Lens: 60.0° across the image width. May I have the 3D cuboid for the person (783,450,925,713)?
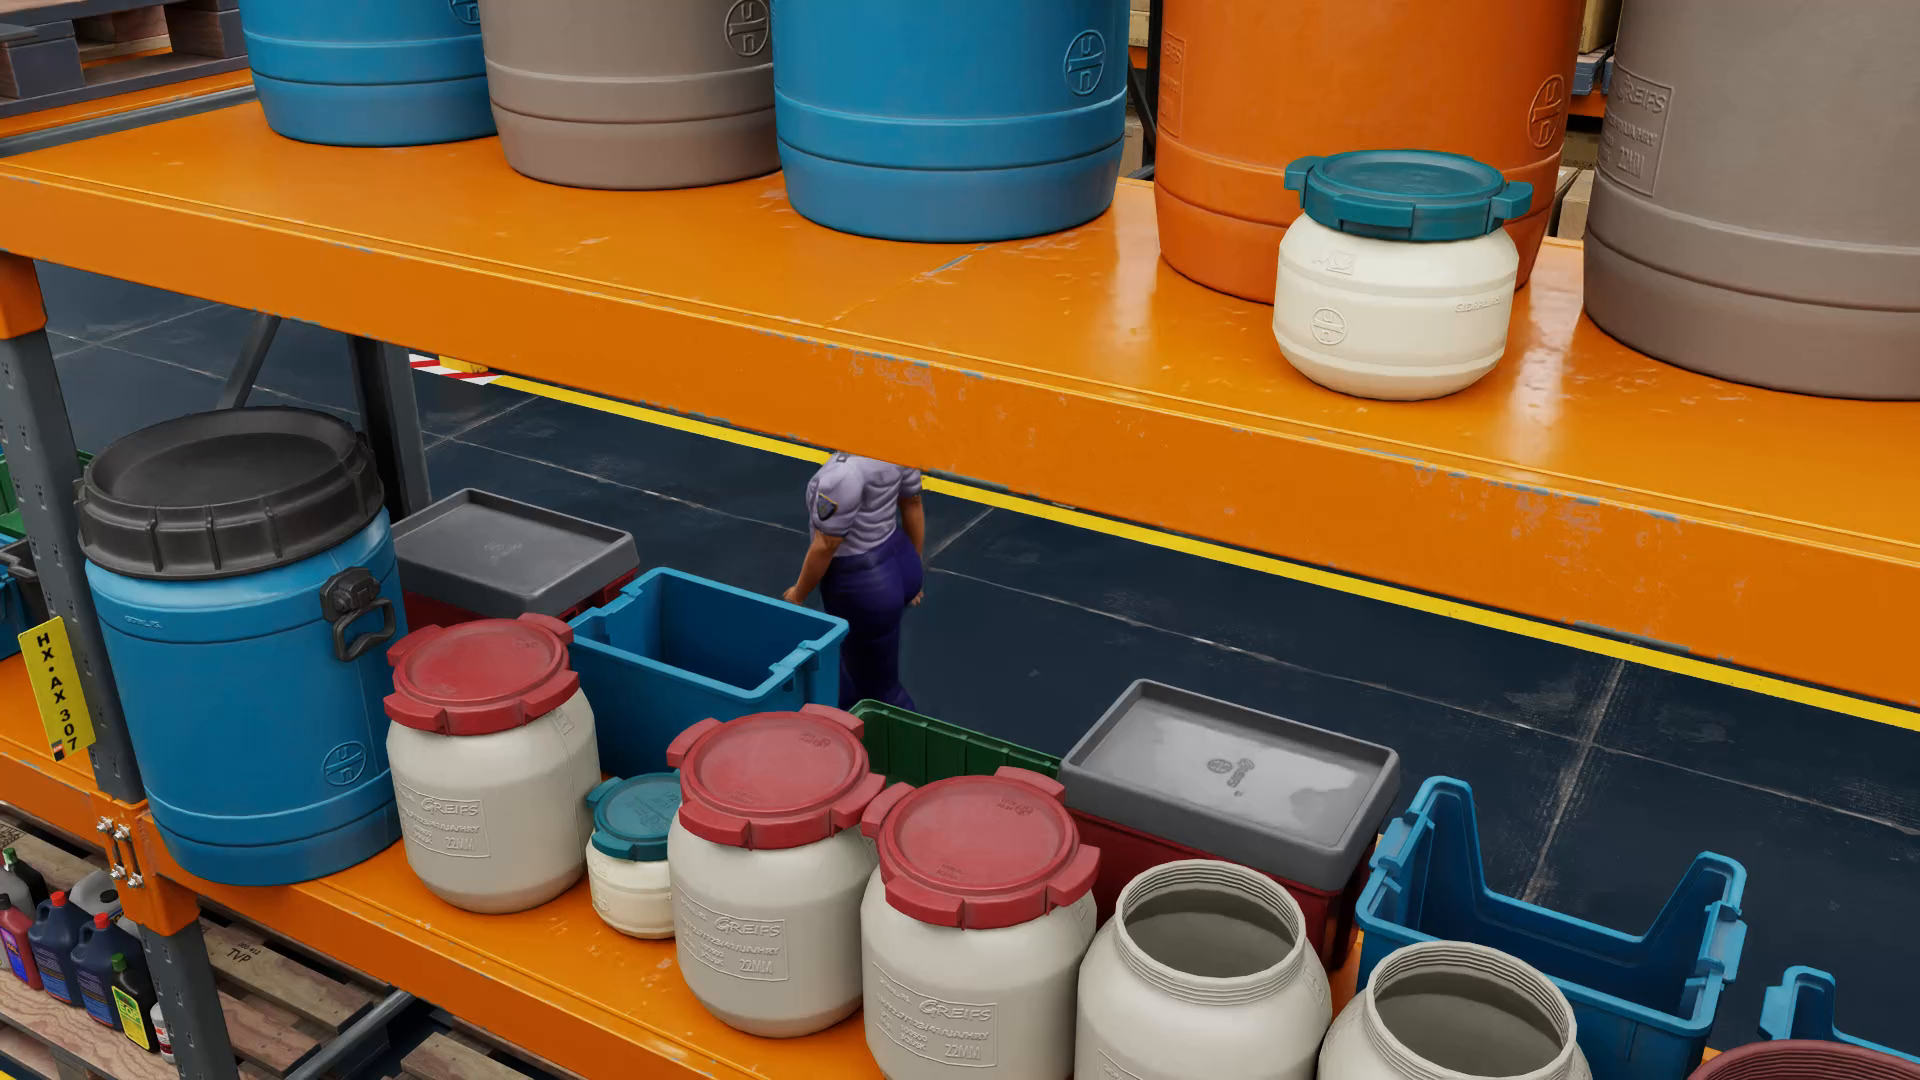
[{"bbox_3d":[-0.359,0.189,5.800,0.625,1.704,0.491,11,29,21],"label":"person"}]
